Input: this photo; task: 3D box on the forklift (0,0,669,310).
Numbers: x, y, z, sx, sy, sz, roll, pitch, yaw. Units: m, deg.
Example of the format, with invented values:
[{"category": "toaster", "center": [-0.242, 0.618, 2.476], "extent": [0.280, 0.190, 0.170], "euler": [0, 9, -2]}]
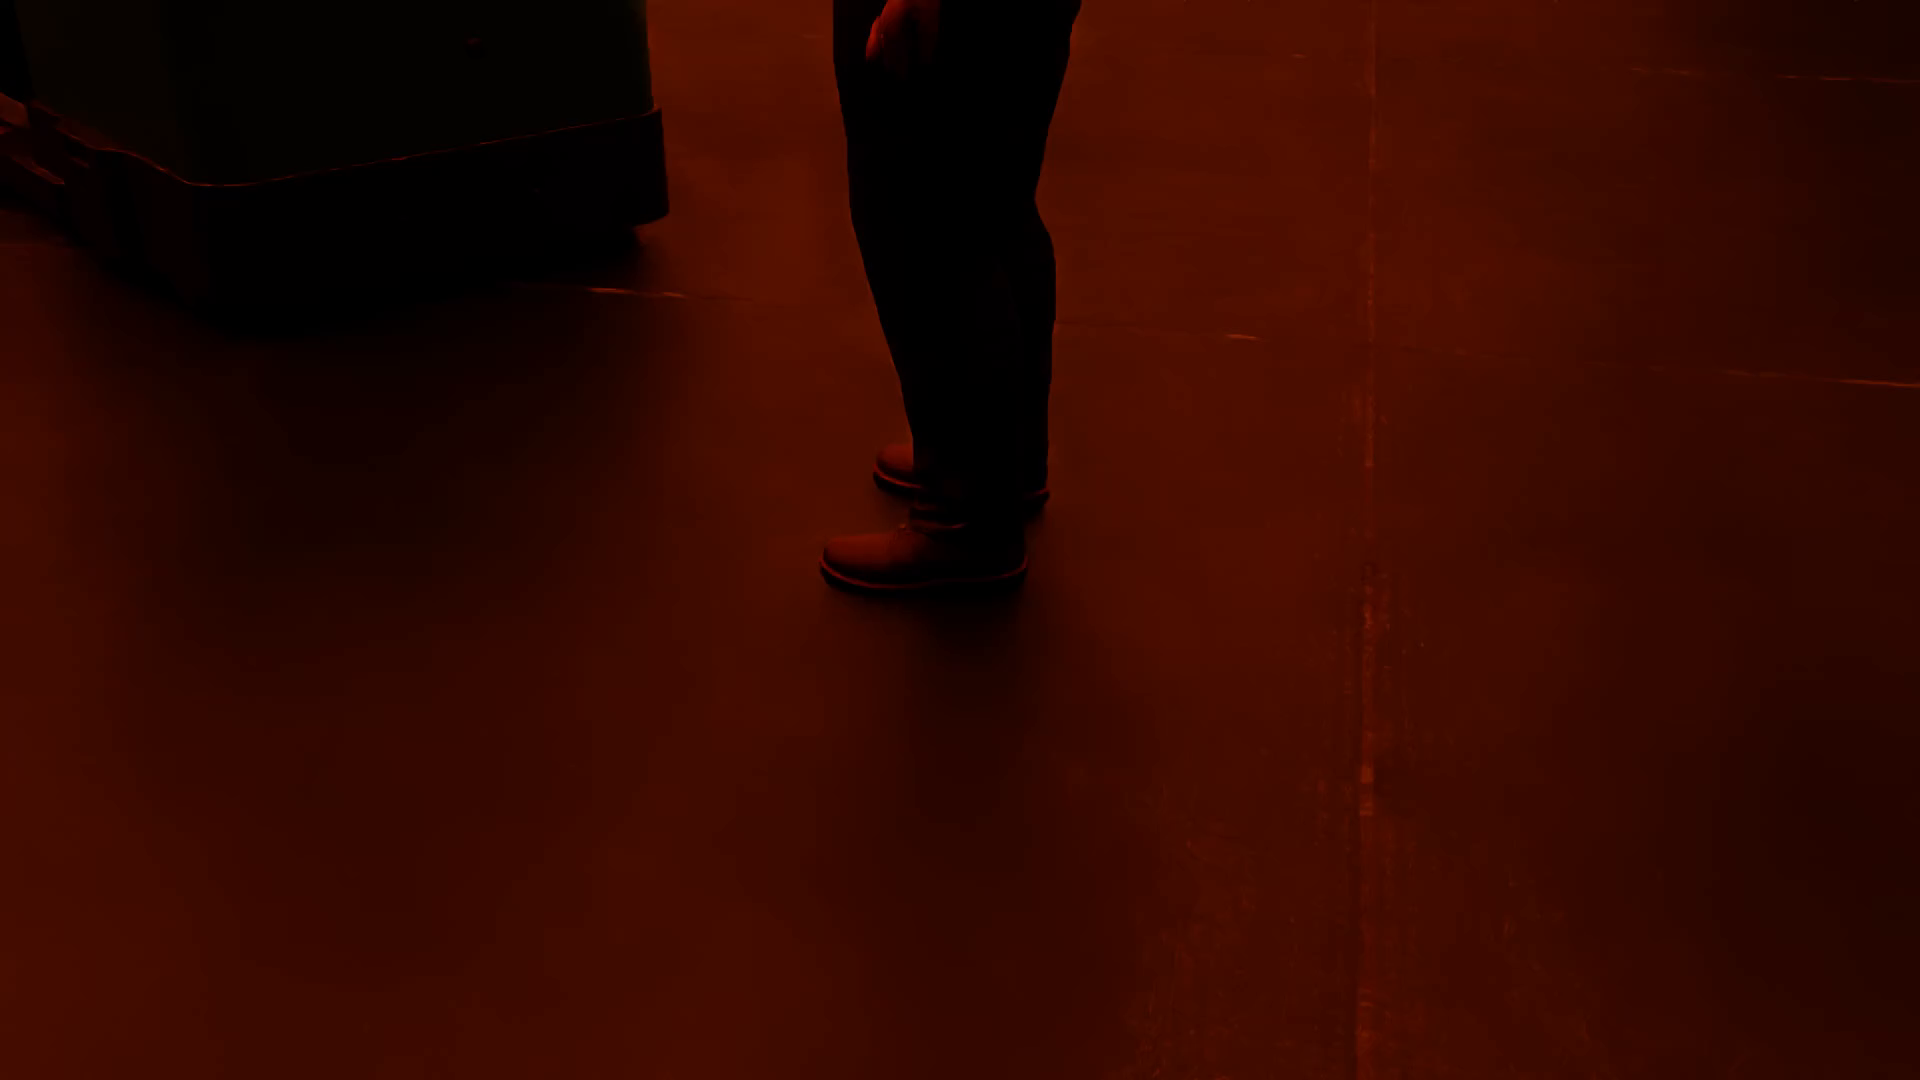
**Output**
[{"category": "forklift", "center": [-2.035, -2.340, 3.884], "extent": [1.130, 2.935, 3.031], "euler": [-22, 34, -37]}]

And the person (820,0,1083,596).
[{"category": "person", "center": [-0.013, -0.739, 2.140], "extent": [0.349, 1.653, 0.480], "euler": [6, 27, 11]}]
